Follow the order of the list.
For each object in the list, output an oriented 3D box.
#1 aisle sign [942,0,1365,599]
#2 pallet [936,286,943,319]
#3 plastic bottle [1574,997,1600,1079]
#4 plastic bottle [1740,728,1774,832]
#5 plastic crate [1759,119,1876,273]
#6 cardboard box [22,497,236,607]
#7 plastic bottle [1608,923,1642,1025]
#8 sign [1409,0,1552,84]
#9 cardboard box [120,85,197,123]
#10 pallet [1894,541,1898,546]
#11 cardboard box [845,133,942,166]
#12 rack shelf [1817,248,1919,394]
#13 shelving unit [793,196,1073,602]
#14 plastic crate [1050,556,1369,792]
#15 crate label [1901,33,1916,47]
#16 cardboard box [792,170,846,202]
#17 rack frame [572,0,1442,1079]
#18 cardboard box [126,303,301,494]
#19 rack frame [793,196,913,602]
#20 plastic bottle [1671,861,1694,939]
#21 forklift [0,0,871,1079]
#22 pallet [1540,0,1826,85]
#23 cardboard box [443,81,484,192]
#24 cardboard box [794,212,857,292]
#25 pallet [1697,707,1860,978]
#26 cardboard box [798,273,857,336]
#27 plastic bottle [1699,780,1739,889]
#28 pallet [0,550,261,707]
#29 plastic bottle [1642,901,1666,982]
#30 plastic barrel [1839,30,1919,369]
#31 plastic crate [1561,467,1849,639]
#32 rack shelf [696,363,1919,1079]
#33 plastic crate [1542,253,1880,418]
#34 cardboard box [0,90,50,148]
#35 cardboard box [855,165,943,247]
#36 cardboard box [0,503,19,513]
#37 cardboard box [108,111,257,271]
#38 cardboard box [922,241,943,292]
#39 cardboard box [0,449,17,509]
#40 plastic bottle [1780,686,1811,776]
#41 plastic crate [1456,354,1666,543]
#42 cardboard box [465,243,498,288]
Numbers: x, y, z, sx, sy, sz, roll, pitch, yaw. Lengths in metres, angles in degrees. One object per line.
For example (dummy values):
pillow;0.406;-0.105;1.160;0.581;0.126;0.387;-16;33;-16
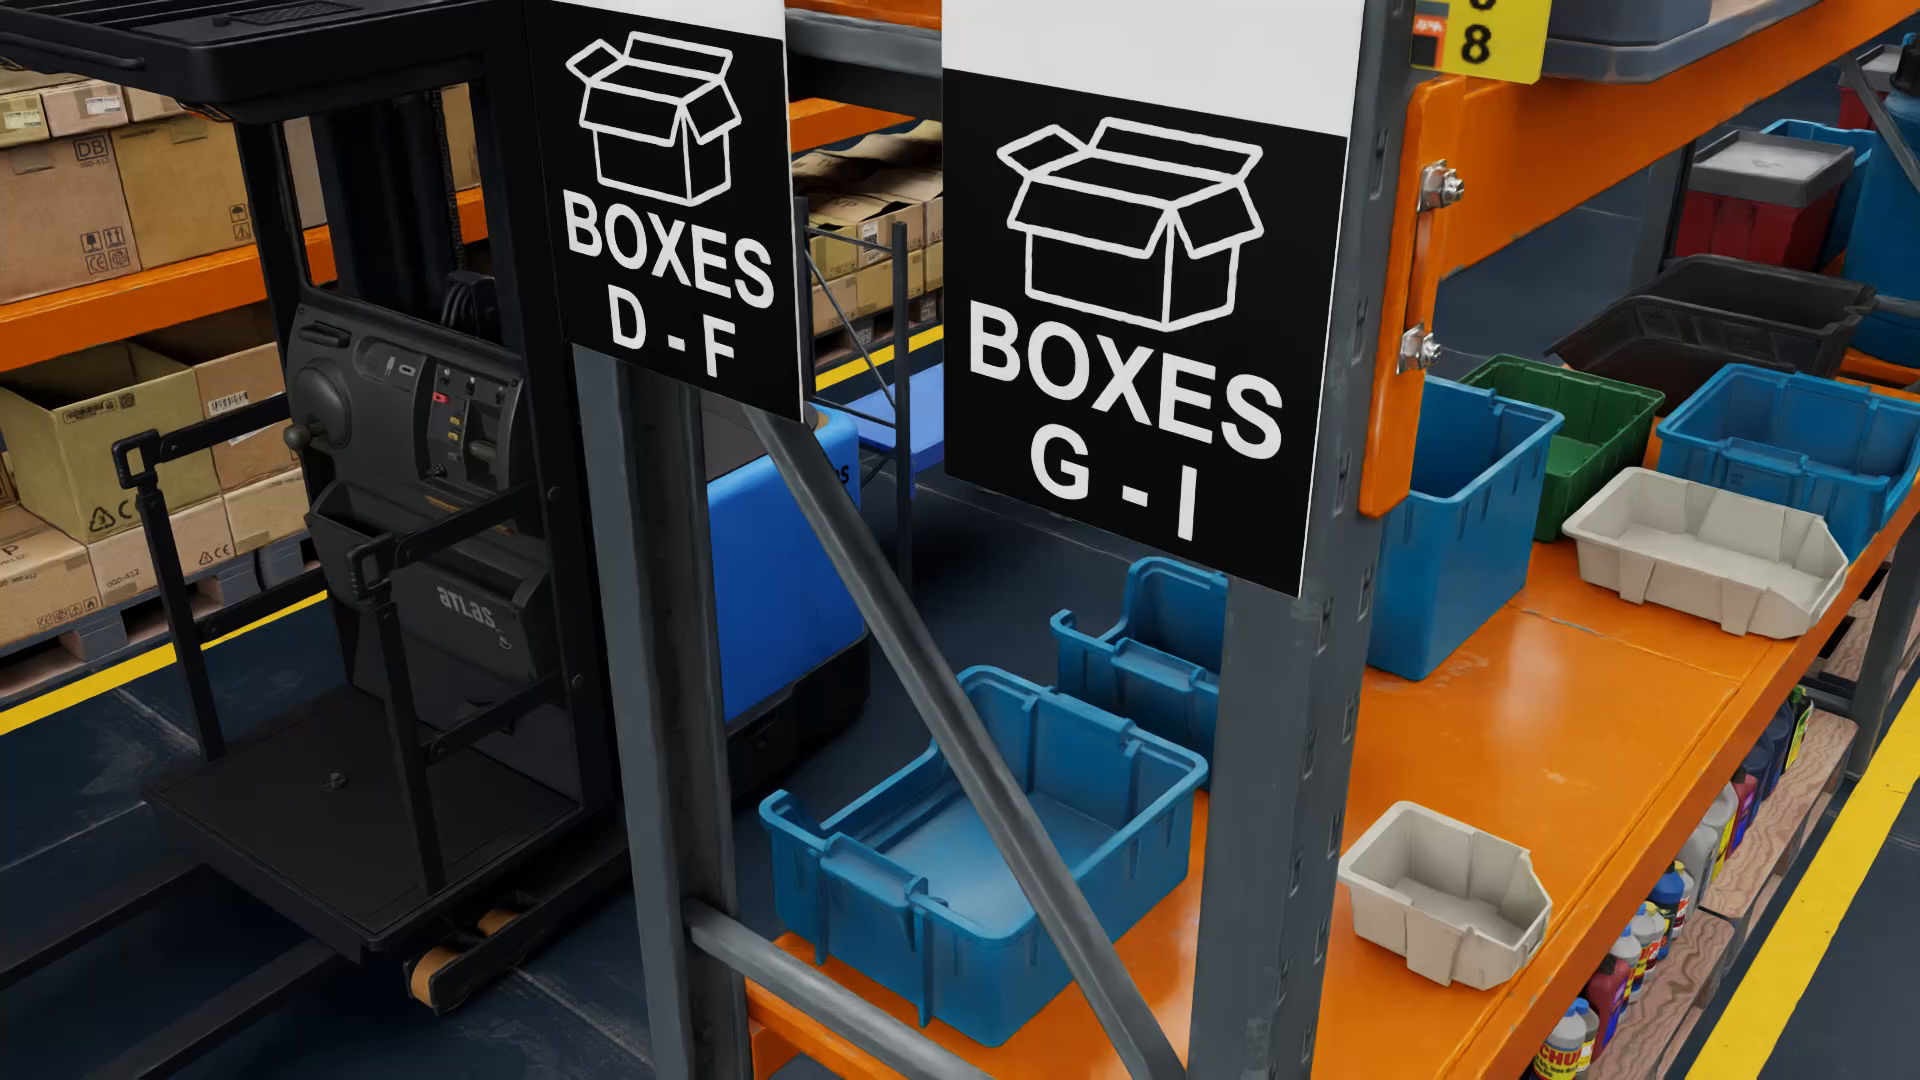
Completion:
aisle sign;0.137;-0.358;1.348;0.394;0.787;0.004;21;34;34
pallet;-0.104;-1.650;9.710;1.003;0.211;1.213;21;34;34
plastic bottle;1.417;1.145;3.839;0.097;0.201;0.097;0;27;0
plastic bottle;2.192;0.629;4.673;0.144;0.351;0.185;19;33;32
plastic crate;2.963;-1.207;5.837;0.392;0.384;0.575;21;34;34
cardboard box;-3.035;-0.032;6.083;0.500;0.250;0.500;21;34;34
plastic bottle;1.569;1.029;3.987;0.097;0.271;0.097;0;27;0
sign;0.379;-0.488;1.155;0.100;0.325;0.005;21;34;34
cardboard box;-2.792;-1.538;5.645;0.380;0.149;0.250;19;33;33
pallet;3.747;-0.218;6.942;1.003;0.211;1.213;21;34;34
cardboard box;-0.314;-2.163;9.591;0.500;0.311;0.500;20;34;34
rack shelf;3.773;-1.122;6.437;1.077;0.370;4.000;21;34;34
shelving unit;-0.054;-0.636;6.347;0.538;1.500;1.048;21;34;34
plastic crate;0.462;0.258;3.148;0.499;0.251;0.408;21;34;34
crate label;4.205;-1.893;7.107;0.502;0.435;0.616;21;34;34
cardboard box;-0.956;-1.809;8.908;0.500;0.311;0.500;22;34;36
rack frame;-0.040;0.687;2.158;0.949;2.616;0.053;21;34;34
cardboard box;-2.725;-0.546;6.259;0.500;0.500;0.500;21;34;34
rack frame;-0.378;-0.456;5.999;0.500;1.500;0.032;21;34;34
plastic bottle;1.826;0.916;4.281;0.097;0.201;0.097;0;27;0
forklift;-1.583;-0.323;4.185;1.130;2.935;3.031;19;33;32
pallet;0.559;-0.827;2.026;1.003;0.211;1.213;21;34;34
cardboard box;-2.248;-1.701;6.665;0.700;0.500;0.500;21;34;35
cardboard box;-0.863;-1.470;8.251;0.500;0.311;0.500;21;34;35
pallet;2.042;0.732;5.105;1.003;0.211;1.213;21;34;34
cardboard box;-0.871;-1.217;8.374;0.500;0.250;0.500;20;33;33
plastic bottle;1.987;0.744;4.452;0.144;0.351;0.185;21;34;34
pallet;-3.409;0.192;6.149;1.003;0.211;1.213;21;34;34
plastic bottle;1.695;0.989;4.140;0.097;0.201;0.097;0;27;0
plastic barrel;2.981;-1.004;4.880;0.600;0.901;0.708;21;34;34
plastic crate;1.664;0.034;3.706;0.530;0.136;0.437;21;34;34
rack shelf;1.229;0.296;3.696;1.077;0.370;4.000;21;34;34
plastic crate;2.070;-0.556;4.629;0.767;0.338;0.504;21;34;34
cardboard box;-3.121;-1.354;5.289;0.380;0.149;0.250;21;34;35
cardboard box;-0.213;-1.829;8.947;0.500;0.311;0.500;19;33;33
cardboard box;-3.750;-0.005;6.031;0.500;0.250;0.500;21;34;34
cardboard box;-2.905;-1.331;5.950;0.700;0.500;0.500;21;34;35
cardboard box;-0.217;-1.583;9.080;0.500;0.250;0.500;20;33;33
cardboard box;-3.751;-0.339;5.860;0.500;0.500;0.500;21;34;34
plastic bottle;2.450;0.546;4.908;0.061;0.283;0.133;23;35;37
plastic crate;1.420;-0.240;4.179;0.450;0.188;0.662;21;34;34
cardboard box;-2.087;-0.899;6.943;0.500;0.500;0.500;21;34;34
